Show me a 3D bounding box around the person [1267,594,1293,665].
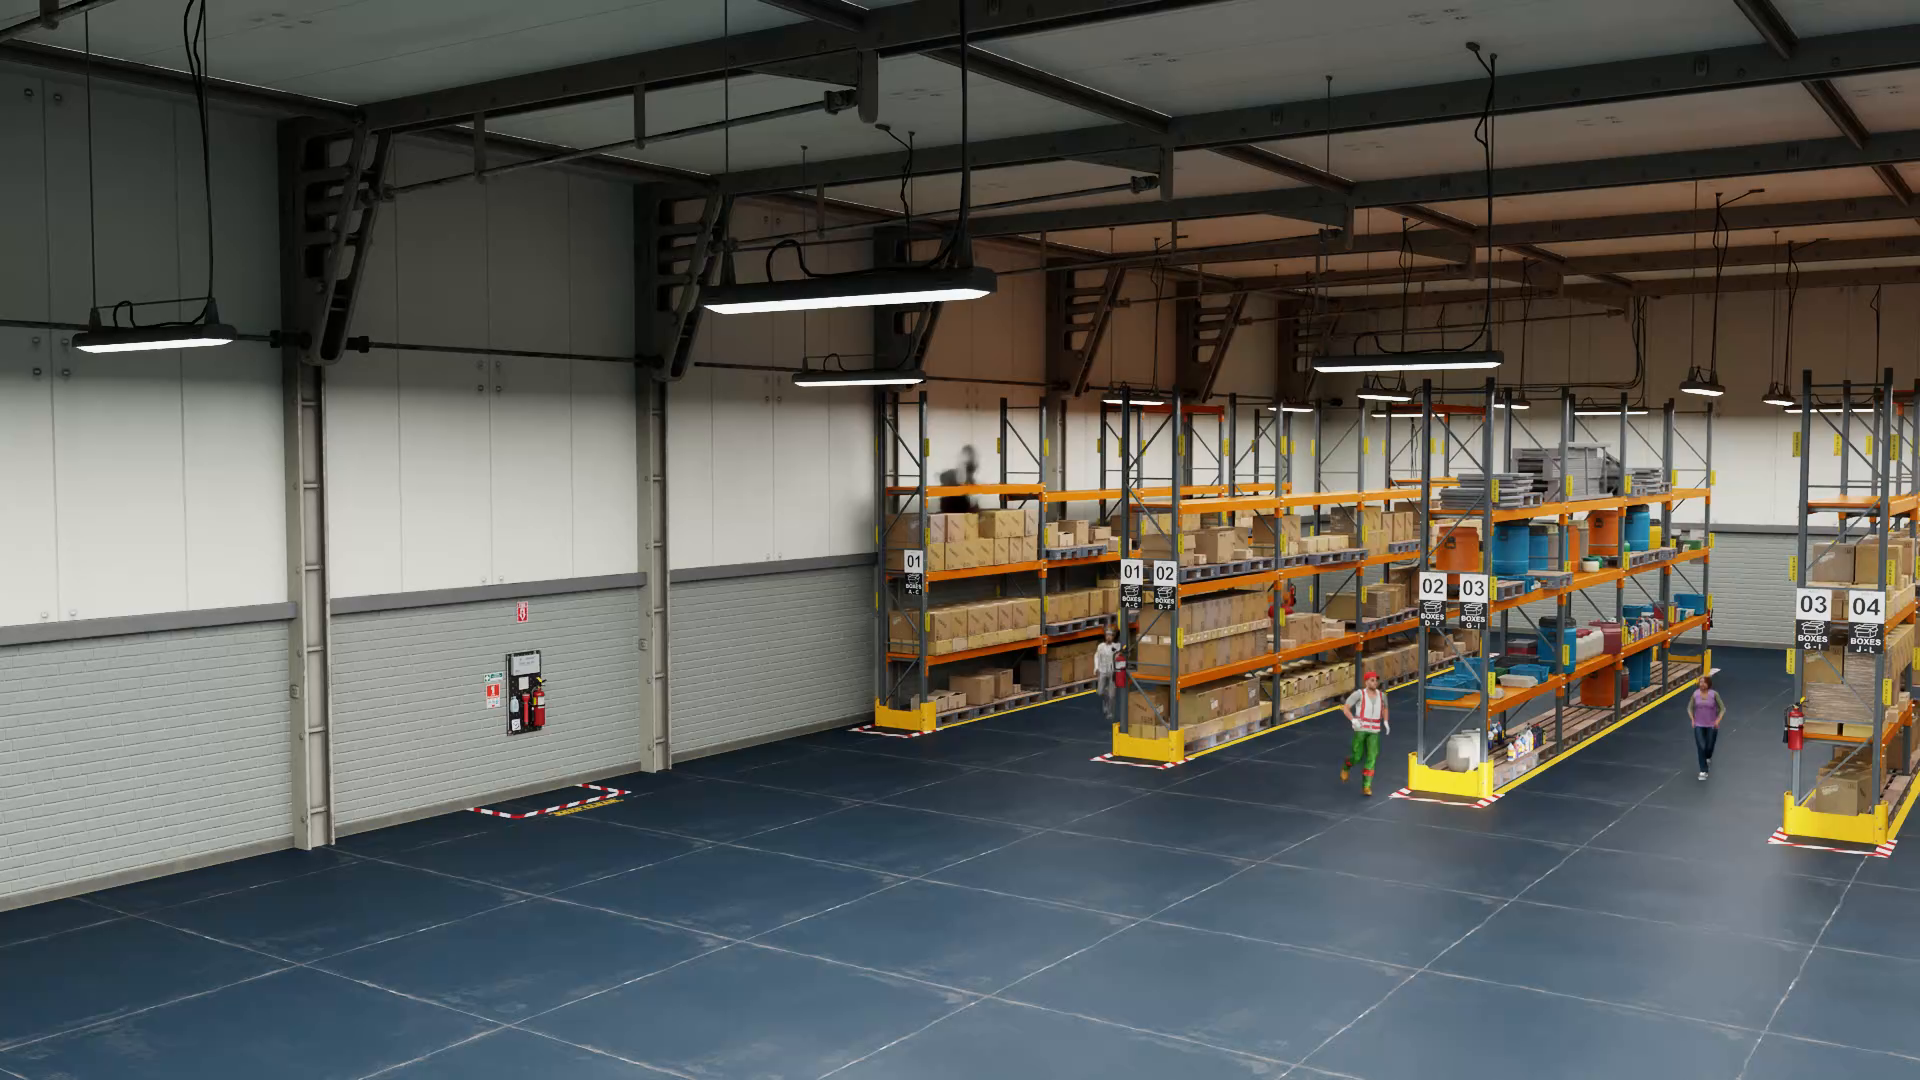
[{"bbox_3d":[7.192,2.069,37.558,0.651,1.684,0.602,1,3,19],"label":"person"}]

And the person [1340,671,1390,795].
[{"bbox_3d":[5.950,2.785,24.244,0.726,1.761,0.905,-1,3,-10],"label":"person"}]

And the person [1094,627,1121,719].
[{"bbox_3d":[2.649,2.390,29.776,0.615,1.658,0.541,1,3,21],"label":"person"}]

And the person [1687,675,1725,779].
[{"bbox_3d":[11.313,2.831,25.237,0.537,1.568,0.506,2,4,30],"label":"person"}]
